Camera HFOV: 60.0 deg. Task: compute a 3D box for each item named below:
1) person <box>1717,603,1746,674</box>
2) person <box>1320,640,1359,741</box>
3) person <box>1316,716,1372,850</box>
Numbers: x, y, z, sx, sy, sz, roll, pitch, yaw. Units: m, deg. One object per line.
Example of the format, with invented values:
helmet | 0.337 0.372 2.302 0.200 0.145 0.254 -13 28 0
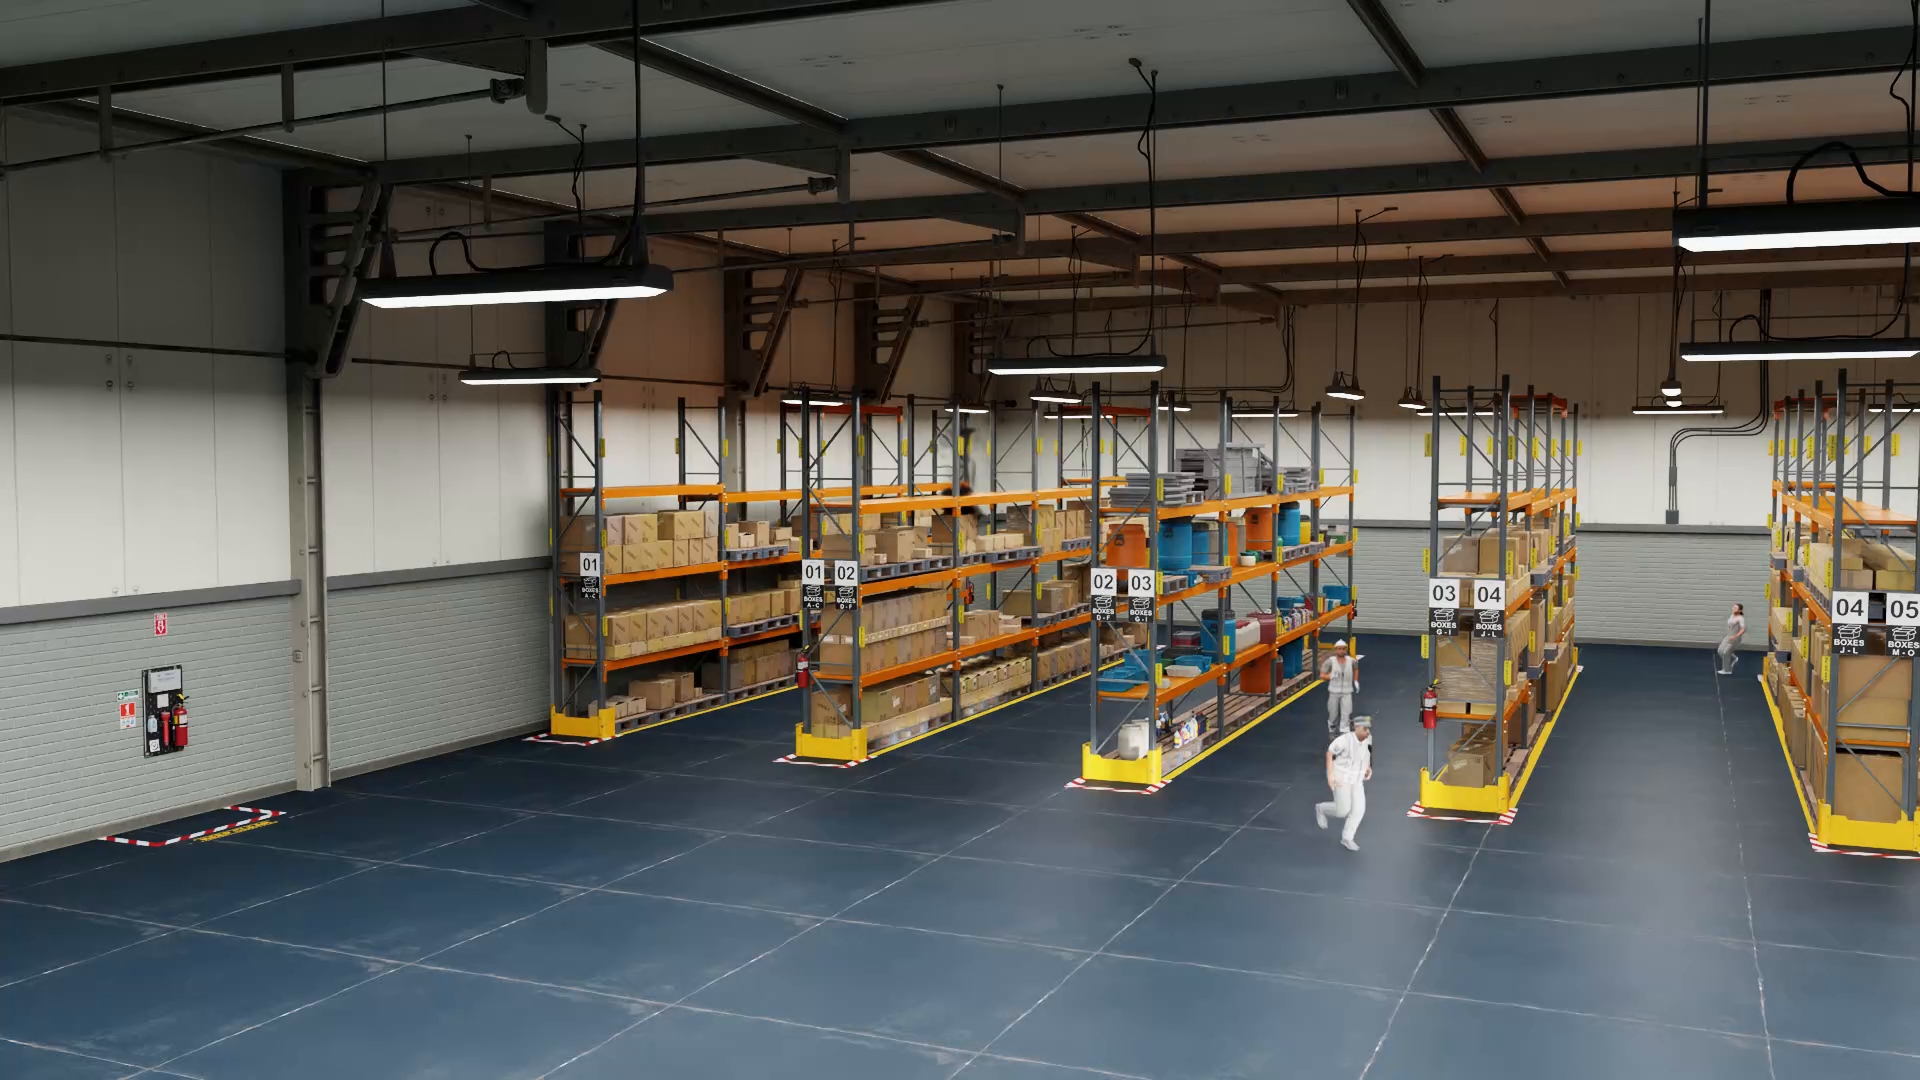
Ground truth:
person | 17.022 2.187 36.606 0.530 1.581 0.593 -1 3 -13
person | 6.309 2.550 27.645 0.672 1.781 0.961 0 3 5
person | 4.853 3.024 20.981 0.662 1.711 0.856 -2 4 -34
